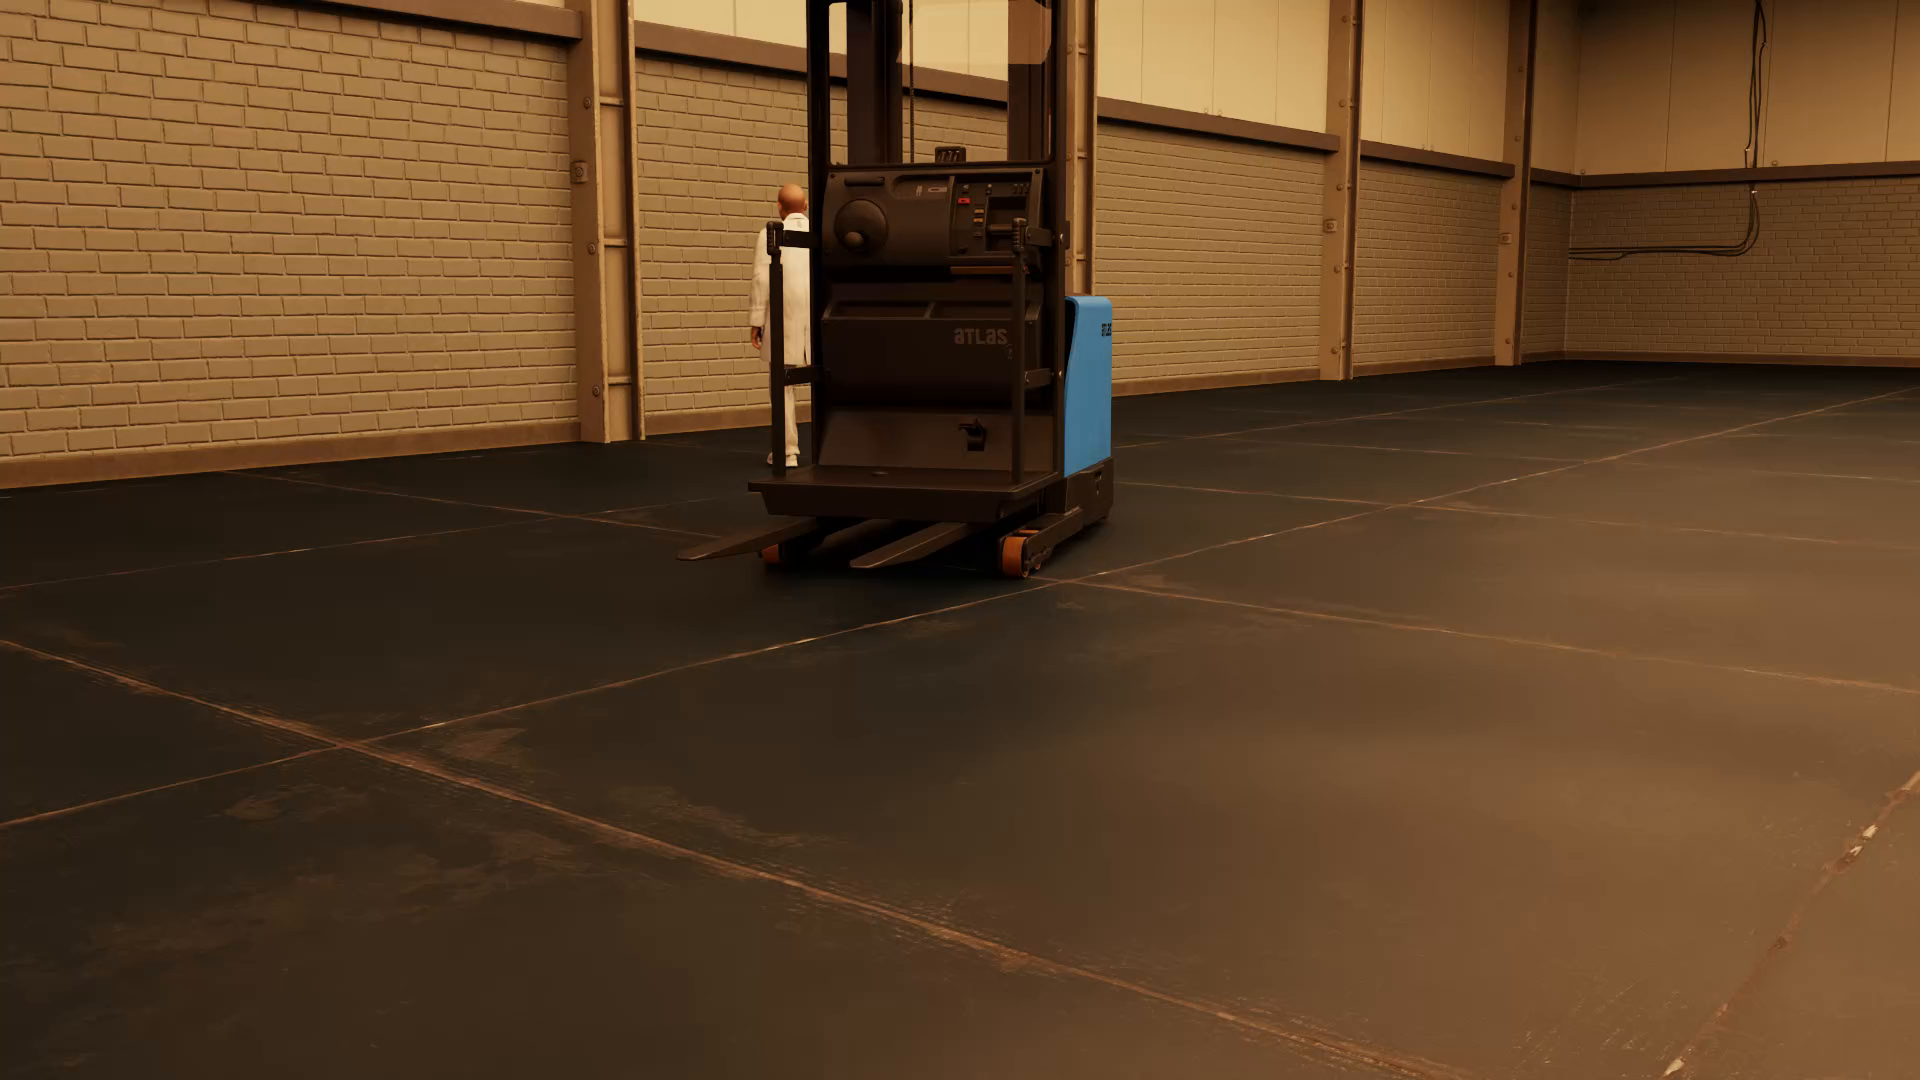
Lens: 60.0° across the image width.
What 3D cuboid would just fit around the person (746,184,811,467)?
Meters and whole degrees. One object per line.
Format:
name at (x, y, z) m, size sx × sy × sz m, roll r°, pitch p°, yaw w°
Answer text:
person at (-1.029, -1.356, 10.542) m, size 0.654 × 1.774 × 0.429 m, roll -3°, pitch 9°, yaw -18°

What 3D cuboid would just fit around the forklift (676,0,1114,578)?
forklift at (-0.176, -1.366, 6.616) m, size 1.130 × 2.935 × 3.031 m, roll 3°, pitch 9°, yaw 17°
